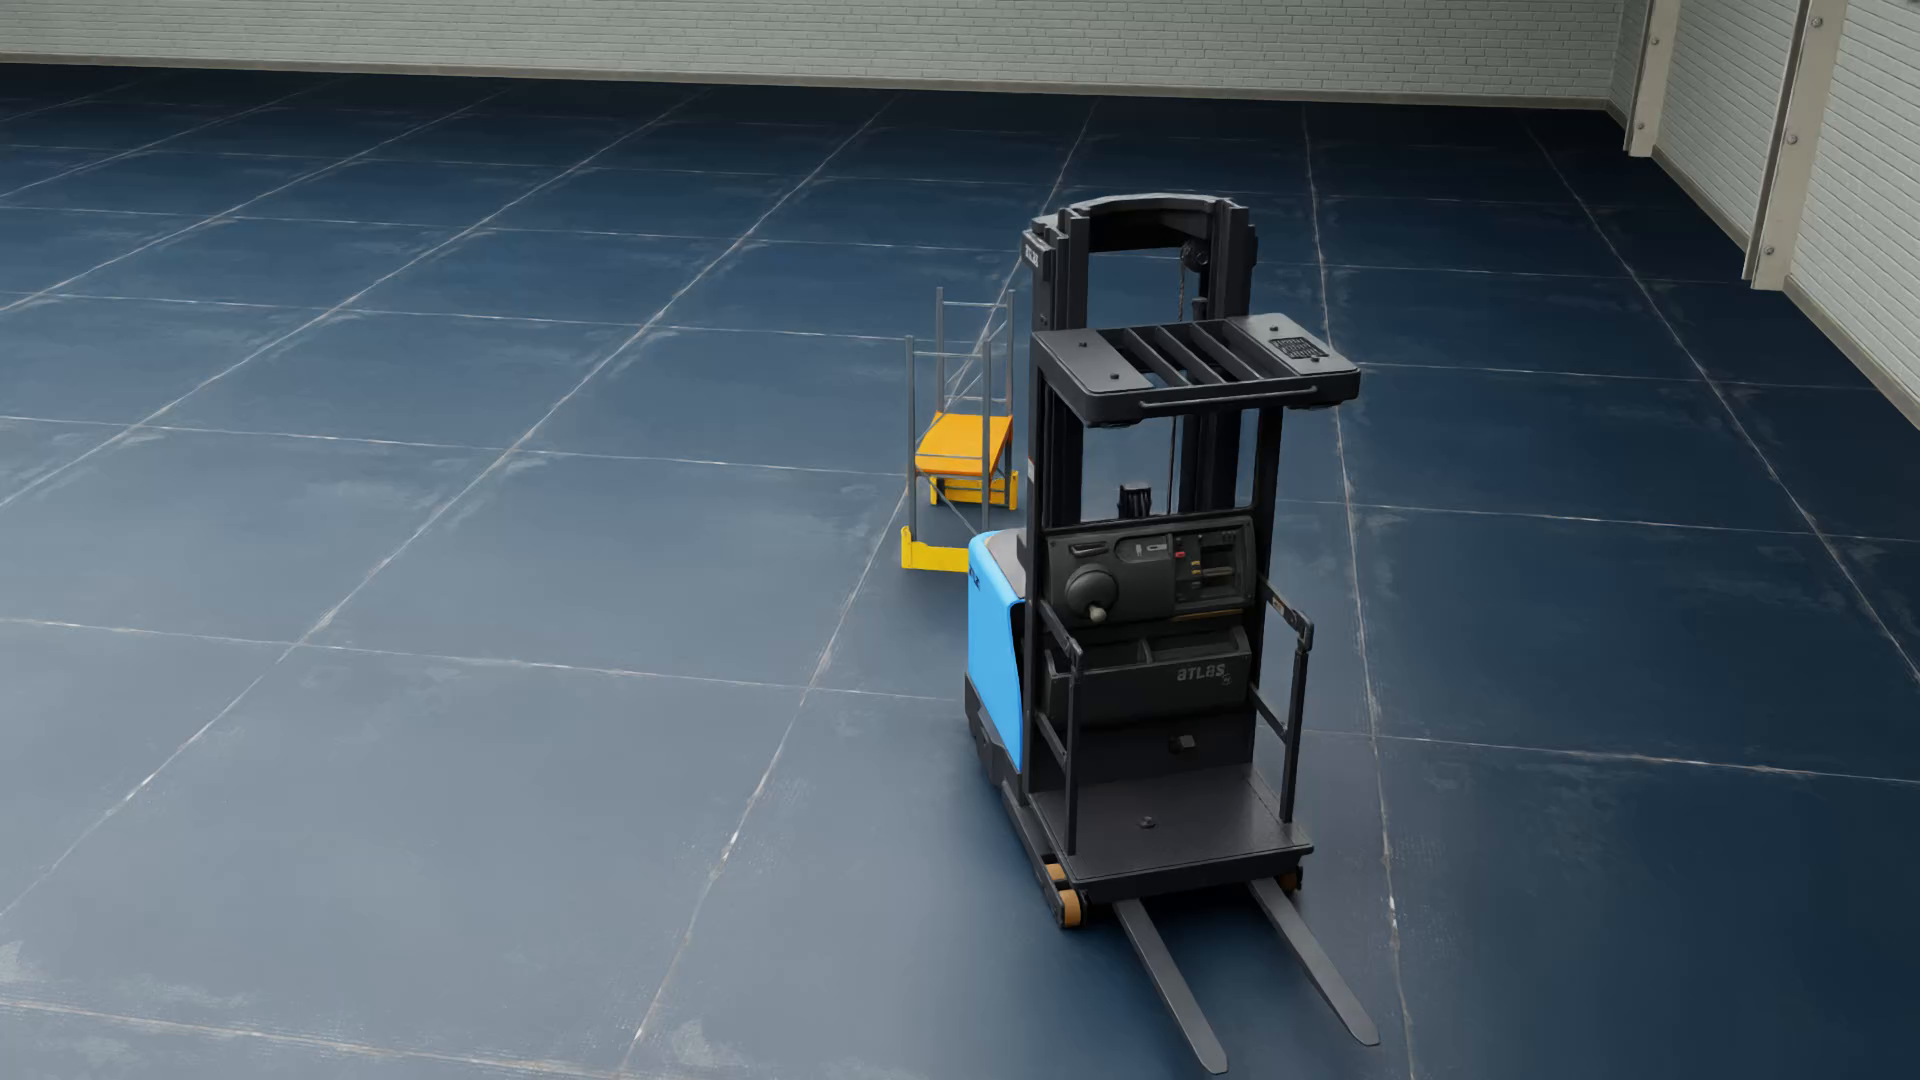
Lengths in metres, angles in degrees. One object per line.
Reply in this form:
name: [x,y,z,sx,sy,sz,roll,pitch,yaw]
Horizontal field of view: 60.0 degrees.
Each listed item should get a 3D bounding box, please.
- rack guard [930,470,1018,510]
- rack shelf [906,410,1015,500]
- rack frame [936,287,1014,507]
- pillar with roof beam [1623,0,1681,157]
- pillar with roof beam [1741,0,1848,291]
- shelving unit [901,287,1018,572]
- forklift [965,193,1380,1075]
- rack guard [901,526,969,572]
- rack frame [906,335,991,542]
rack guard: [0.094,-0.353,11.210,0.587,0.250,0.087,4,25,9]
rack shelf: [0.014,-0.552,10.585,0.538,0.185,1.000,4,25,9]
rack frame: [0.097,-0.928,10.962,0.500,1.500,0.032,4,25,9]
pillar with roof beam: [4.470,-9.347,20.104,9.100,9.000,0.400,4,25,9]
pillar with roof beam: [3.490,-6.838,14.743,9.100,9.000,0.400,4,25,9]
shelving unit: [0.012,-0.711,10.500,0.587,1.500,1.083,4,25,9]
forklift: [0.880,0.166,6.939,1.130,2.935,3.031,-6,26,-13]
rack guard: [-0.069,0.063,10.320,0.587,0.250,0.087,4,25,9]
rack frame: [-0.069,-0.502,10.054,0.500,1.500,0.032,4,25,9]
